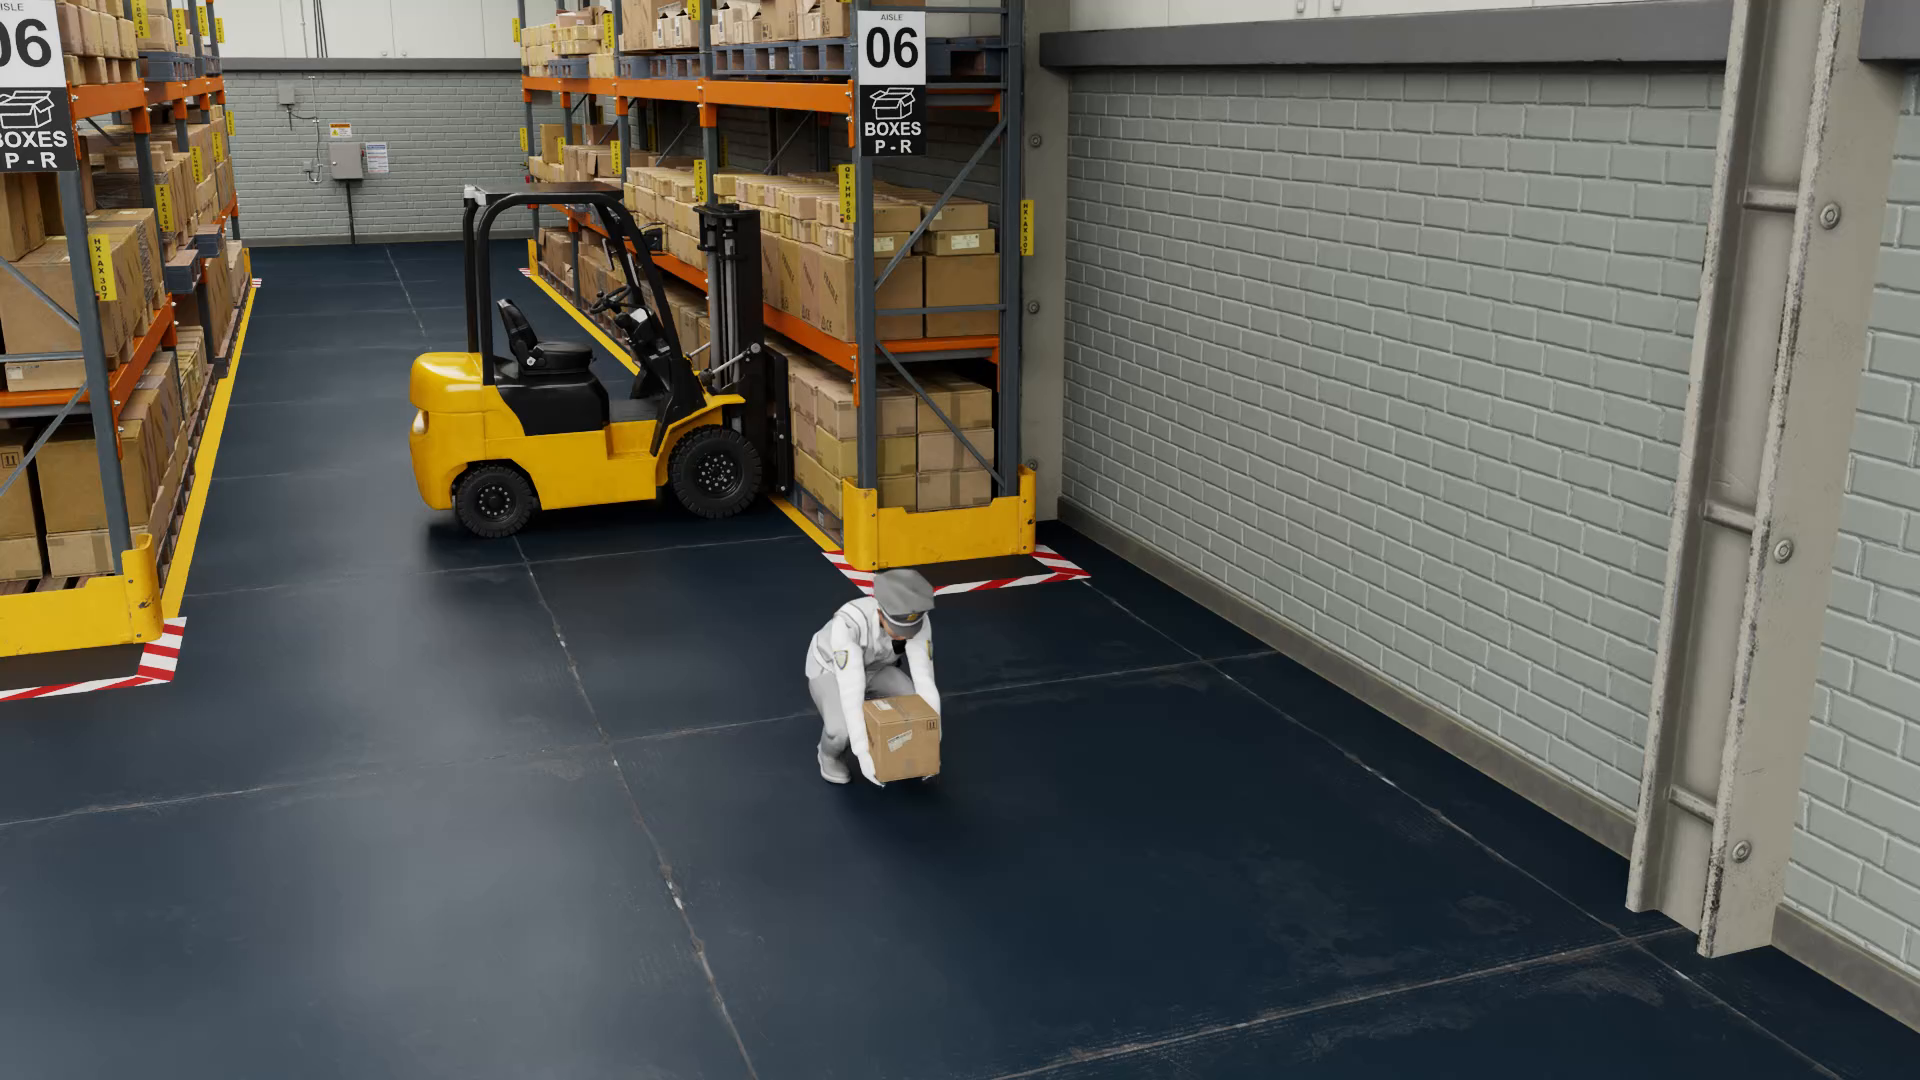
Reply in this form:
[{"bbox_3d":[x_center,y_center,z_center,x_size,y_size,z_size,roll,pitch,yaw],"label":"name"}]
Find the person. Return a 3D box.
[{"bbox_3d":[-0.355,0.553,6.861,0.471,0.976,0.844,-6,17,-21],"label":"person"}]
